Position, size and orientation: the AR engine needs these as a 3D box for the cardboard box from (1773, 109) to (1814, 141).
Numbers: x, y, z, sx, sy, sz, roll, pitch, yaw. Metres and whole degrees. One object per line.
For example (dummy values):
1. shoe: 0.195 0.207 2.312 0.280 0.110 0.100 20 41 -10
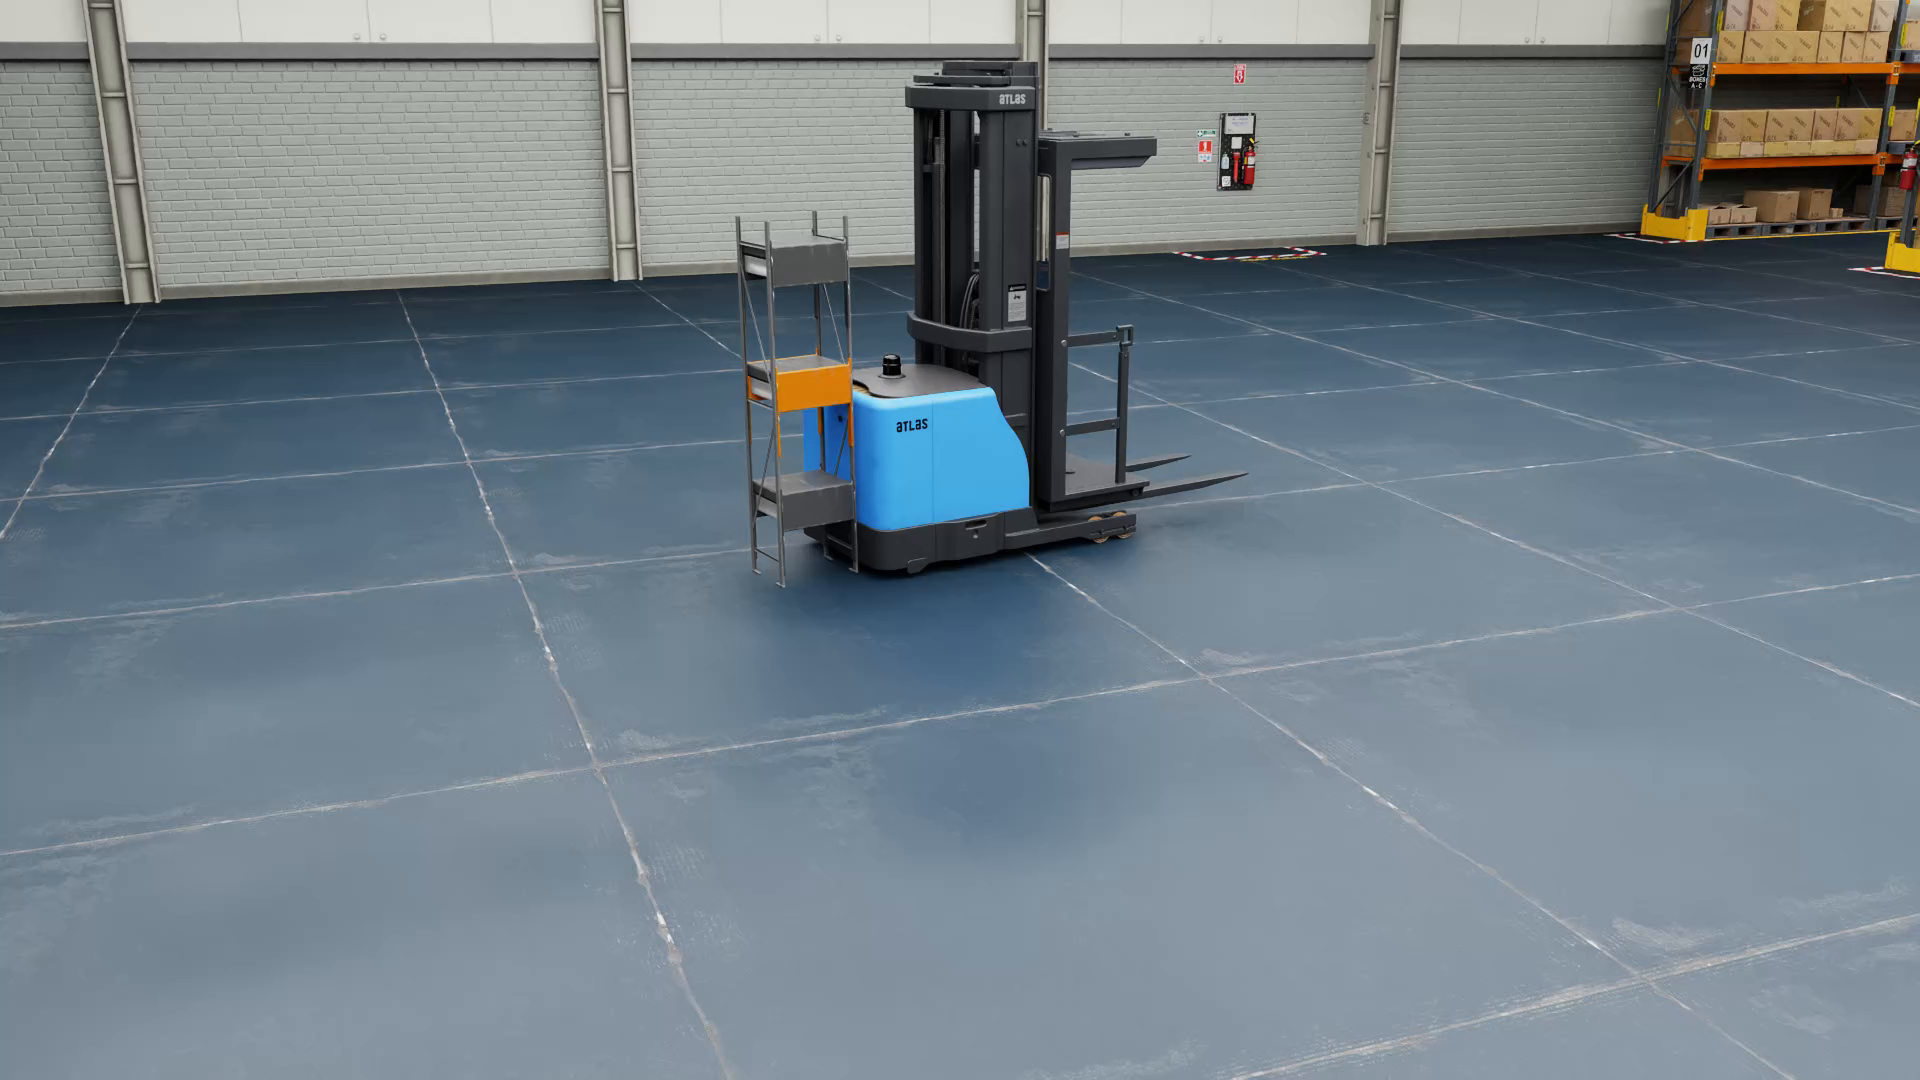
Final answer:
1. cardboard box: 13.879 -6.947 27.832 0.500 0.500 0.500 -6 17 -18

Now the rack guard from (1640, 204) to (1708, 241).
1. rack guard: 11.969 -5.336 27.883 0.348 0.500 1.175 -6 17 -20

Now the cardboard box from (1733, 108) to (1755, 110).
1. cardboard box: 13.217 -7.030 28.115 0.500 0.500 0.500 -7 18 -22

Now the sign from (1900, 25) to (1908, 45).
1. sign: 15.834 -8.477 27.899 0.005 0.325 0.100 -6 17 -20

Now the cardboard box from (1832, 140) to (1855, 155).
1. cardboard box: 14.831 -6.693 28.298 0.500 0.250 0.500 -6 17 -20

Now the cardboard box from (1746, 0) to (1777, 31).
1. cardboard box: 12.831 -8.517 26.966 0.500 0.500 0.500 -6 18 -21

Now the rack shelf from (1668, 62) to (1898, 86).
1. rack shelf: 13.765 -7.824 27.870 4.000 0.370 1.077 -6 17 -20

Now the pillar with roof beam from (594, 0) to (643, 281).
1. pillar with roof beam: -3.026 -6.757 17.638 0.400 9.000 9.100 -6 17 -20

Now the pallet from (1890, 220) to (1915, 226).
1. pallet: 17.501 -5.796 29.962 1.213 0.211 1.003 -6 17 -20

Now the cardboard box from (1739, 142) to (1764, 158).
1. cardboard box: 12.947 -6.487 27.597 0.500 0.250 0.500 -7 18 -22

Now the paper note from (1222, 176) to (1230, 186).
1. paper note: 4.128 -5.560 25.771 0.142 0.148 0.016 -6 17 -20

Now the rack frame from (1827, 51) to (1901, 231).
1. rack frame: 15.633 -6.931 28.878 0.127 3.000 1.000 -6 17 -20

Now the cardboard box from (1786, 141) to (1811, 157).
1. cardboard box: 13.898 -6.588 27.938 0.500 0.250 0.500 -6 17 -20

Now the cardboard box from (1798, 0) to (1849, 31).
1. cardboard box: 14.270 -8.673 27.496 0.500 0.500 0.500 -7 18 -22

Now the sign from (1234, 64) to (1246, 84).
1. sign: 4.275 -7.120 25.406 0.199 0.298 0.001 -6 17 -20

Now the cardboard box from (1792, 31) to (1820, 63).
1. cardboard box: 13.790 -8.151 27.493 0.500 0.500 0.500 -5 17 -17

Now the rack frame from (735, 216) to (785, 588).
1. rack frame: -1.141 -0.773 9.504 0.015 2.100 0.400 -11 20 -31

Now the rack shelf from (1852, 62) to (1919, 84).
1. rack shelf: 17.501 -8.227 29.243 4.000 0.370 1.077 -6 17 -20

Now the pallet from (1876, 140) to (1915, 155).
1. pallet: 16.399 -6.878 29.037 1.213 0.211 1.003 -6 17 -20

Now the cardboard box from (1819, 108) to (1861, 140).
1. cardboard box: 14.838 -7.048 28.175 0.500 0.500 0.500 -6 17 -20

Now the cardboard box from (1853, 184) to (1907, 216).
1. cardboard box: 16.314 -6.022 29.436 0.500 0.500 0.700 -6 17 -18

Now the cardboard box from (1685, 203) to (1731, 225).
1. cardboard box: 12.576 -5.495 27.978 0.500 0.311 0.500 -8 18 -26

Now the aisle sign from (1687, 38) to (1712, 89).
1. aisle sign: 11.938 -7.689 26.845 0.004 0.787 0.394 -6 17 -20

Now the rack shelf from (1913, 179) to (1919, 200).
1. rack shelf: 15.541 -5.082 23.856 4.000 0.370 1.077 -6 17 -20

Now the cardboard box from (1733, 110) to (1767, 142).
1. cardboard box: 12.916 -6.842 27.473 0.500 0.500 0.500 -6 17 -20

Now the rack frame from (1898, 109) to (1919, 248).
1. rack frame: 13.674 -5.225 23.068 0.127 3.000 1.000 -6 17 -20

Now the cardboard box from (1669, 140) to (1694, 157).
1. cardboard box: 12.265 -6.564 27.857 0.500 0.250 0.500 -6 17 -19

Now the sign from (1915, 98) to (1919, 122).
1. sign: 13.493 -6.038 23.362 0.005 0.325 0.100 -6 17 -20

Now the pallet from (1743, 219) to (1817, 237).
1. pallet: 13.877 -5.392 28.586 1.213 0.211 1.003 -6 17 -20

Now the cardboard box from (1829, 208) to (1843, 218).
1. cardboard box: 15.144 -5.721 29.005 0.250 0.166 0.380 -9 18 -27

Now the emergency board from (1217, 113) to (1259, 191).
1. emergency board: 4.318 -5.982 25.646 0.643 1.169 0.194 -6 17 -20

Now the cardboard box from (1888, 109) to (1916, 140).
1. cardboard box: 16.120 -7.233 28.946 0.500 0.500 0.700 -6 17 -20

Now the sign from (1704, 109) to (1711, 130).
1. sign: 12.092 -6.801 26.897 0.005 0.325 0.100 -6 17 -20

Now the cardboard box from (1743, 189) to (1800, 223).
1. cardboard box: 13.811 -5.704 28.355 0.500 0.500 0.700 -7 18 -24

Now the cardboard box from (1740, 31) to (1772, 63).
1. cardboard box: 12.814 -8.038 27.108 0.500 0.500 0.500 -5 17 -16

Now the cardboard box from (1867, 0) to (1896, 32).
1. cardboard box: 15.262 -8.786 27.883 0.500 0.500 0.500 -8 18 -25

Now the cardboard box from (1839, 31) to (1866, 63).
1. cardboard box: 14.773 -8.265 27.881 0.500 0.500 0.500 -8 18 -25

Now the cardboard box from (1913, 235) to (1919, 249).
1. cardboard box: 14.069 -4.239 23.845 0.500 0.250 0.500 -6 17 -20

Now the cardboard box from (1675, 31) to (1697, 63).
1. cardboard box: 12.197 -8.134 27.435 0.500 0.500 0.500 -5 17 -16

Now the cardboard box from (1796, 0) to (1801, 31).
1. cardboard box: 13.653 -8.767 27.819 0.500 0.500 0.500 -6 17 -20

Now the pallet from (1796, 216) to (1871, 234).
1. pallet: 15.019 -5.516 29.009 1.213 0.211 1.003 -6 17 -20

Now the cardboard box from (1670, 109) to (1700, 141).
1. cardboard box: 12.262 -6.929 27.770 0.500 0.500 0.500 -6 18 -21

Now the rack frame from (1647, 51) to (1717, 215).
1. rack frame: 11.898 -6.528 27.505 0.127 3.000 1.000 -6 17 -20

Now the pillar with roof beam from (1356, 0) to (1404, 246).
1. pillar with roof beam: 8.180 -7.967 21.758 0.400 9.000 9.100 -6 17 -20

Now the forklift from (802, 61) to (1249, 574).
1. forklift: 0.528 -1.502 10.511 3.031 2.935 1.130 -10 19 -31

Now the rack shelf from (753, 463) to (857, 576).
1. rack shelf: -0.929 -0.130 9.836 0.480 0.518 0.431 -11 20 -31

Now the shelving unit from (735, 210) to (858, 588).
1. shelving unit: -0.936 -0.813 9.631 0.503 2.100 0.431 -11 20 -31

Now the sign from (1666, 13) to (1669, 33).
1. sign: 11.718 -8.540 27.461 0.005 0.325 0.100 -6 17 -20
